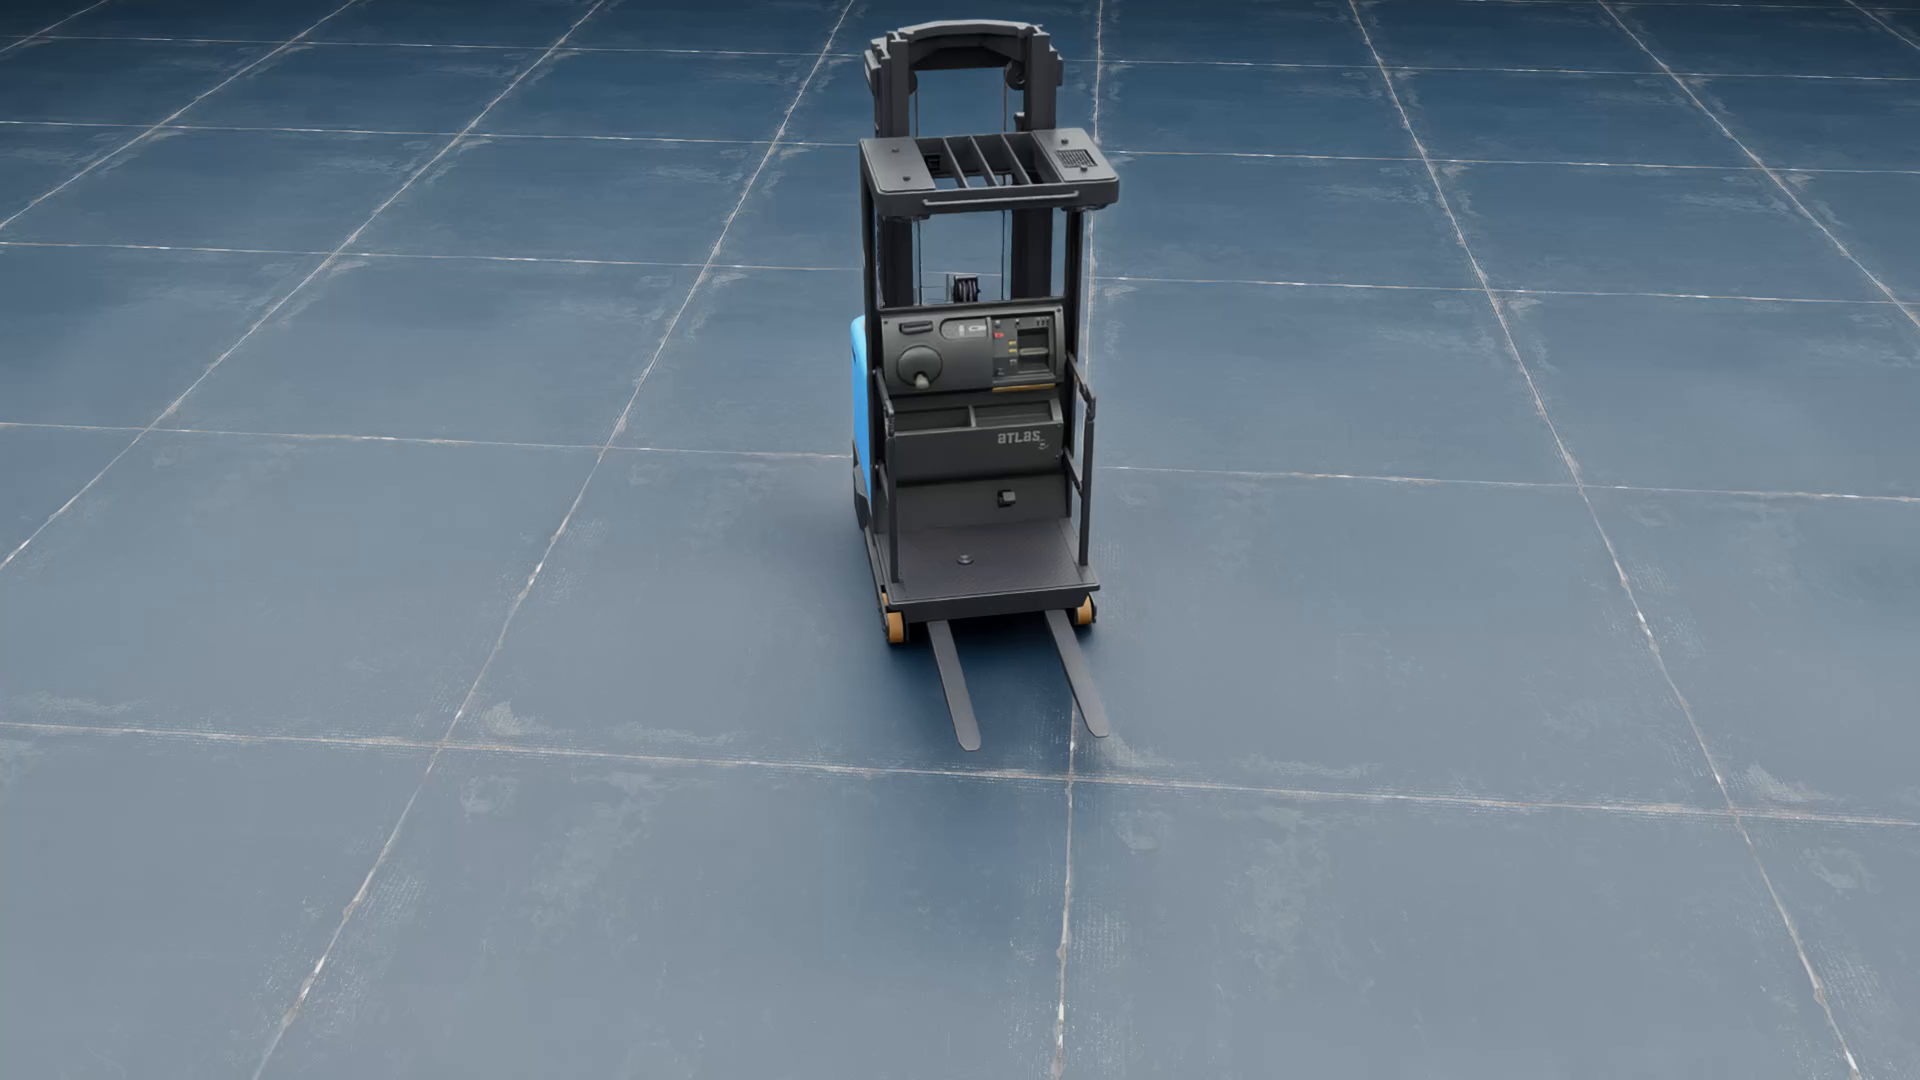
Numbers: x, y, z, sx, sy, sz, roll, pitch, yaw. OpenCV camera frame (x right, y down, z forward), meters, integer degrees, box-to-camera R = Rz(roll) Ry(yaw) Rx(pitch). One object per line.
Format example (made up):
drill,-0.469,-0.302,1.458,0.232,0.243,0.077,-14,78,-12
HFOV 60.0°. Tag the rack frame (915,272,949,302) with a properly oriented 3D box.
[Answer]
rack frame,-0.186,-1.058,10.103,0.240,1.200,0.006,-5,32,-8

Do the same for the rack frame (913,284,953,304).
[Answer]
rack frame,-0.155,-0.963,9.950,0.240,1.200,0.006,-5,32,-8

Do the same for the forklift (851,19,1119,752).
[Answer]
forklift,0.106,-0.913,8.218,1.130,2.935,3.031,-5,32,-8

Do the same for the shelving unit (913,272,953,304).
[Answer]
shelving unit,-0.171,-1.011,10.026,0.258,1.200,0.189,-5,32,-8
